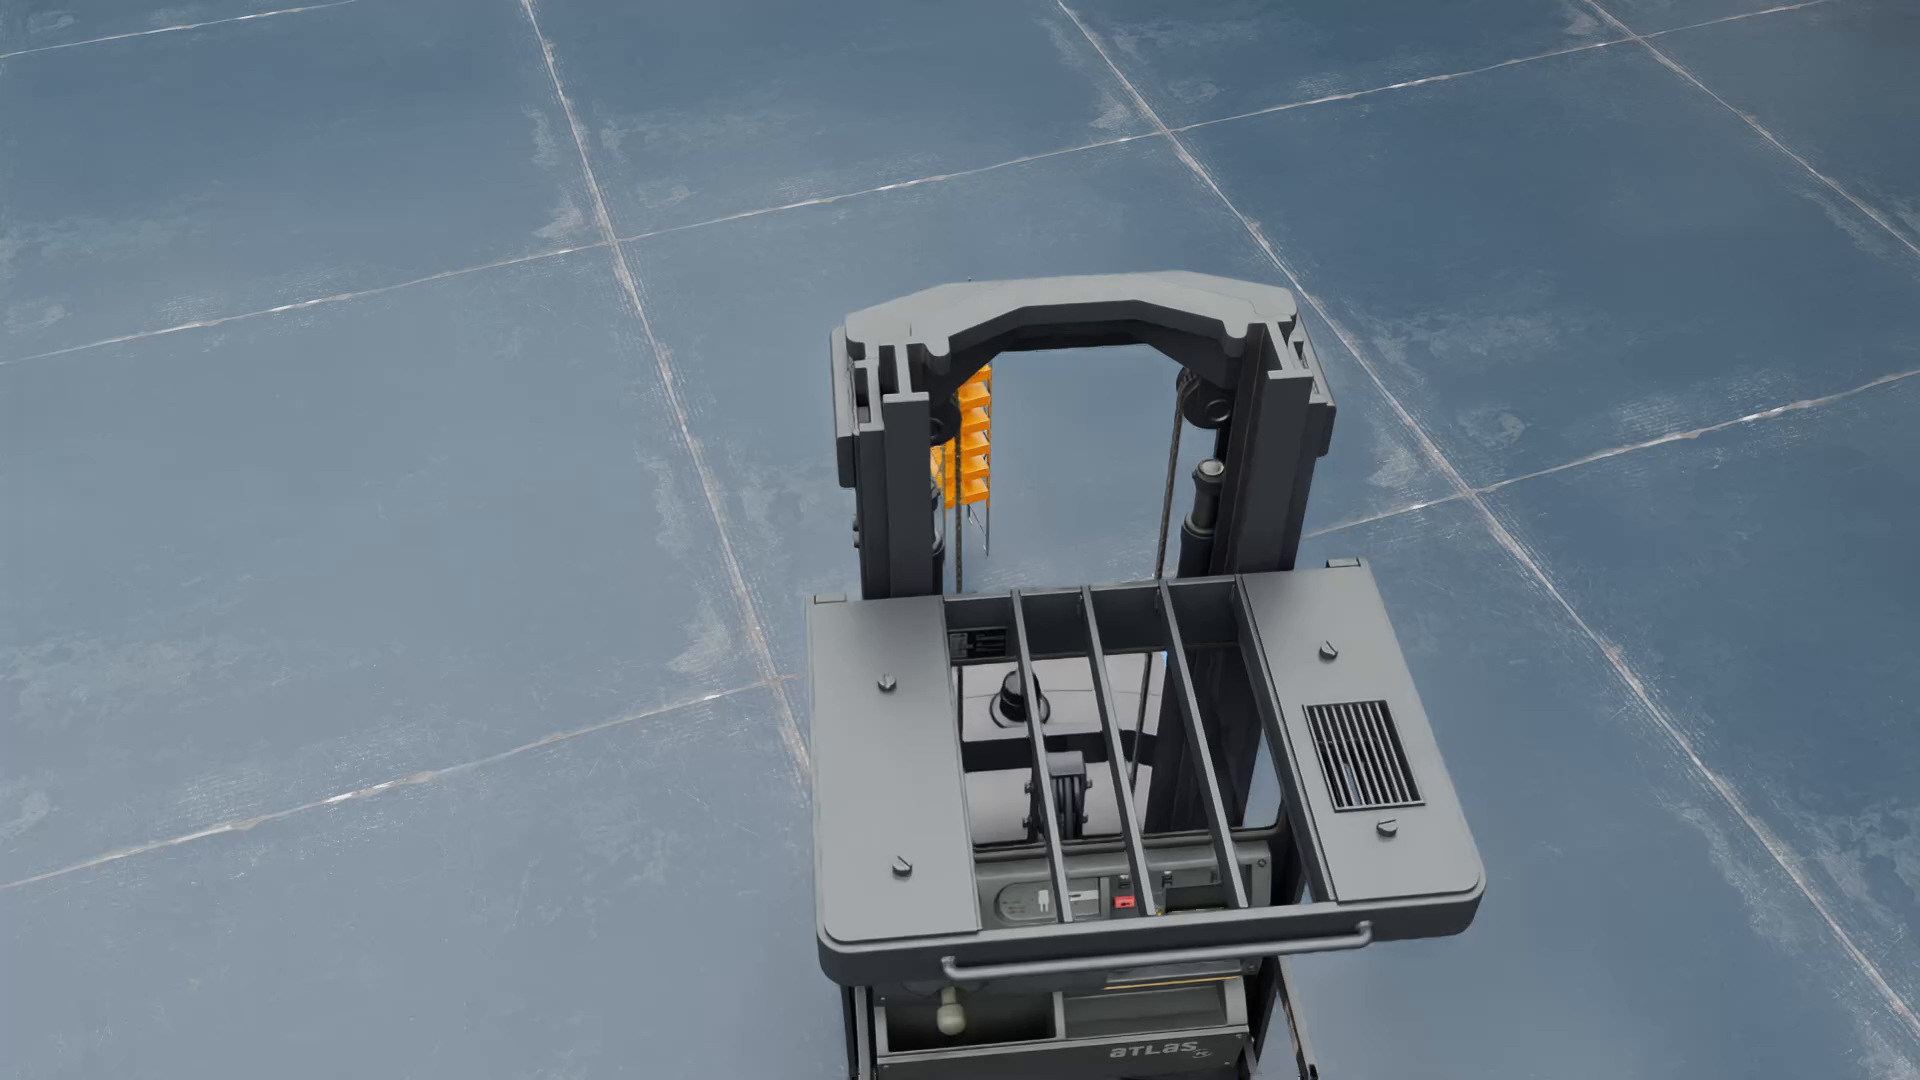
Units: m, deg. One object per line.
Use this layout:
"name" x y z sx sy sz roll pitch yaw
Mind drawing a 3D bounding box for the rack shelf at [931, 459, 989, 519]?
"rack shelf" -0.014 -0.219 6.523 0.180 0.103 0.258 -14 47 -14

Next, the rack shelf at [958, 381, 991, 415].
"rack shelf" -0.014 -0.558 6.183 0.180 0.103 0.258 -14 47 -14

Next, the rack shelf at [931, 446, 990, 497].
"rack shelf" -0.014 -0.304 6.438 0.180 0.103 0.258 -14 47 -14

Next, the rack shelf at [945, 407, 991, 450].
"rack shelf" -0.014 -0.473 6.268 0.180 0.103 0.258 -14 47 -14

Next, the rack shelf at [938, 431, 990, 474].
"rack shelf" -0.014 -0.389 6.353 0.180 0.103 0.258 -14 47 -14

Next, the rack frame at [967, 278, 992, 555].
"rack frame" 0.072 -0.442 6.343 0.006 1.200 0.240 -14 47 -14

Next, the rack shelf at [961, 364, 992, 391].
"rack shelf" -0.014 -0.643 6.098 0.180 0.103 0.258 -14 47 -14

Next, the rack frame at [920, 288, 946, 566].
"rack frame" -0.100 -0.398 6.300 0.006 1.200 0.240 -14 47 -14

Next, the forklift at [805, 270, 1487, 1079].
"forklift" 0.275 1.008 3.676 1.130 2.935 3.031 -4 45 -4

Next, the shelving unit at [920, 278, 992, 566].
"shelving unit" -0.014 -0.420 6.322 0.189 1.200 0.258 -14 47 -14
